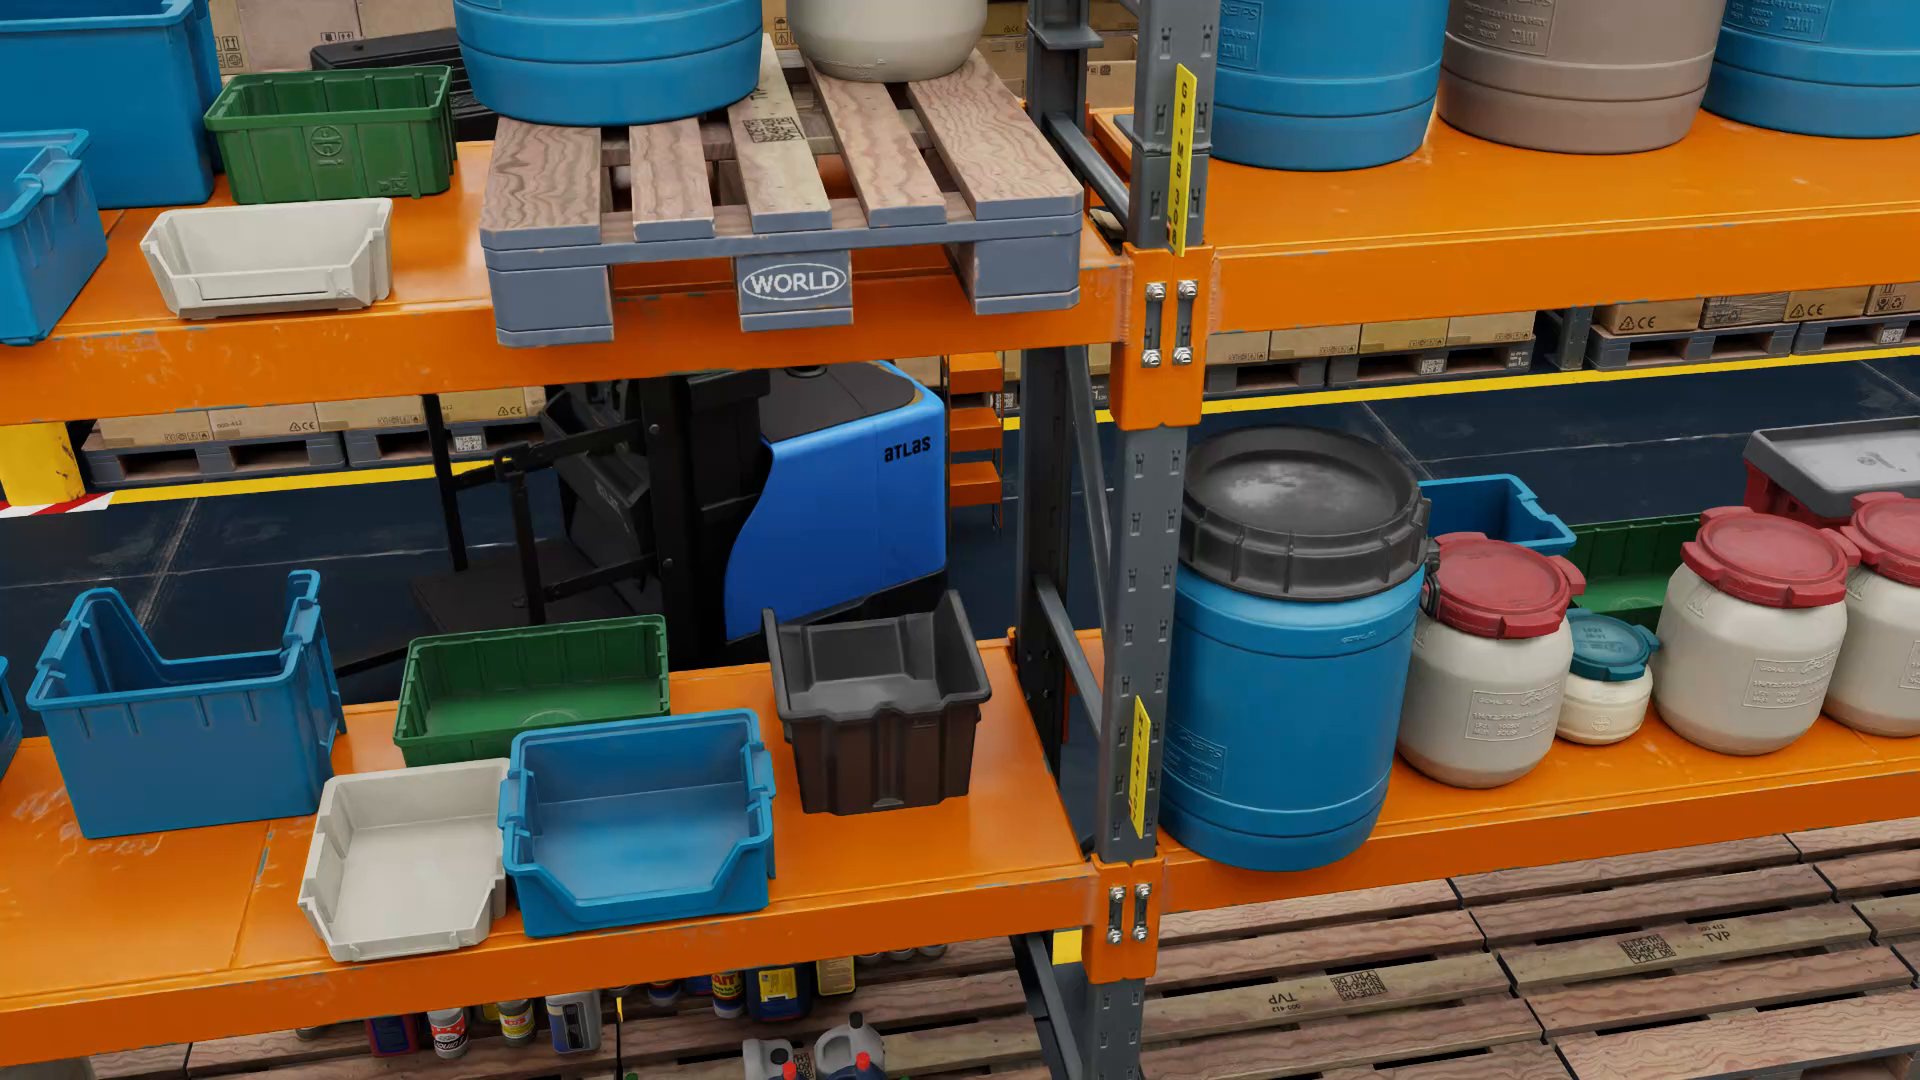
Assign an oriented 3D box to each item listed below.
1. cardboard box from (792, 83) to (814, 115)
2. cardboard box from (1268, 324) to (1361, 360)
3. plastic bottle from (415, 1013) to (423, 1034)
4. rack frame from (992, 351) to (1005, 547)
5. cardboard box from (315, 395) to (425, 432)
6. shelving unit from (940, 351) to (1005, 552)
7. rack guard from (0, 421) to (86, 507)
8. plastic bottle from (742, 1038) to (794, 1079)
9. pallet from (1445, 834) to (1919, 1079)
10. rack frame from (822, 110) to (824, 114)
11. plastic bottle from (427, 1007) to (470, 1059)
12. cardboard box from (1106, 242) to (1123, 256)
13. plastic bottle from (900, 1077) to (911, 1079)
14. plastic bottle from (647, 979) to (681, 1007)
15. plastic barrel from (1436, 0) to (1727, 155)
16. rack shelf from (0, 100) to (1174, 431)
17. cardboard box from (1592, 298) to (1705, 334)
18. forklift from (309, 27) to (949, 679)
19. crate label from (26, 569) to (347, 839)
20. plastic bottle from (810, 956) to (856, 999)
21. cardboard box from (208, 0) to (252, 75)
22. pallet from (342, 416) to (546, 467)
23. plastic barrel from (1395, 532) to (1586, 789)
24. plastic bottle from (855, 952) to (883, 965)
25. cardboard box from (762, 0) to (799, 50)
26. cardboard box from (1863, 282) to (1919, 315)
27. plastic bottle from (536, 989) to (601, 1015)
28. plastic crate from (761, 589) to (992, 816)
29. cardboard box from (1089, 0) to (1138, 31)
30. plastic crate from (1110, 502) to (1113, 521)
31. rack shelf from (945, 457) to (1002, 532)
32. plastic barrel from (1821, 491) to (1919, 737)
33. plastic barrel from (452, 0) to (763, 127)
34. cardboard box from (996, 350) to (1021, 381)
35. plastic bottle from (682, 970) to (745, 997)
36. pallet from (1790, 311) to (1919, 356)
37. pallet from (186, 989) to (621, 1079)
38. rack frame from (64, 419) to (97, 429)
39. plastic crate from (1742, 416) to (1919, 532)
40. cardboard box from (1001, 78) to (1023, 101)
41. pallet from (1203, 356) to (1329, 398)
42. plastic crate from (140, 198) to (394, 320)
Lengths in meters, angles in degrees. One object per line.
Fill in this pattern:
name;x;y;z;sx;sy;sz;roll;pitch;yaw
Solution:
cardboard box;-1.018;-2.123;8.303;0.500;0.500;0.700;-6;31;-10
cardboard box;1.877;-1.222;9.167;0.500;0.250;0.500;-5;31;-8
plastic bottle;-1.648;1.300;4.832;0.135;0.276;0.152;-5;31;-9
rack frame;0.173;-0.469;7.511;0.008;1.050;0.200;-5;31;-9
cardboard box;-2.966;-0.785;8.424;0.500;0.250;0.500;-5;31;-9
shelving unit;0.053;-0.457;7.492;0.252;1.050;0.215;-5;31;-9
rack guard;-4.541;-0.679;8.411;0.348;0.500;1.175;-5;31;-9
plastic bottle;-0.516;1.479;4.528;0.135;0.276;0.152;-5;31;-9
pallet;2.274;1.344;5.256;1.213;0.211;1.003;-5;31;-9
rack frame;-0.582;-2.124;8.402;0.127;3.000;1.000;-5;31;-9
plastic bottle;-1.471;1.380;4.770;0.097;0.201;0.097;0;30;0
cardboard box;0.871;-1.366;8.858;0.500;0.311;0.500;-6;31;-11
plastic bottle;-0.108;1.536;4.424;0.133;0.283;0.061;-4;31;-6
plastic bottle;-0.886;1.249;4.924;0.097;0.271;0.097;0;30;0
plastic barrel;1.411;-1.377;3.679;0.600;0.901;0.600;0;30;0
rack shelf;-1.661;-0.454;3.313;4.000;0.370;1.077;-5;31;-9
cardboard box;3.851;-1.500;9.374;0.500;0.500;0.500;-4;31;-7
forklift;-1.562;-0.695;6.040;3.031;2.935;1.130;-18;35;-28
crate label;-1.867;0.393;4.087;0.616;0.435;0.502;-5;31;-9
plastic bottle;-0.380;1.234;4.937;0.133;0.283;0.061;-5;31;-9
cardboard box;-3.487;-2.453;7.583;0.500;0.500;0.700;-6;31;-10
pallet;-2.575;-0.757;8.829;1.213;0.211;1.003;-5;31;-9
plastic barrel;1.287;0.310;4.130;0.433;0.535;0.433;0;30;0
plastic bottle;-0.286;1.192;5.090;0.097;0.201;0.097;0;30;0
cardboard box;-1.018;-2.682;7.974;0.500;0.500;0.700;-5;31;-9
cardboard box;5.372;-1.644;9.619;0.500;0.500;0.500;-6;31;-11
plastic bottle;-1.167;1.221;4.893;0.185;0.351;0.144;-6;31;-9
plastic crate;-0.232;0.357;4.244;0.504;0.338;0.767;-5;31;-9
cardboard box;1.185;-4.281;13.364;0.500;0.250;0.500;-5;31;-8
plastic crate;0.727;0.122;4.520;0.583;0.464;0.402;-5;31;-9
rack shelf;0.053;-0.209;7.638;0.240;0.259;0.215;-5;31;-9
plastic barrel;2.434;0.203;4.311;0.433;0.535;0.433;0;30;0
plastic barrel;-0.692;-1.306;3.144;0.708;0.901;0.600;-5;31;-9
cardboard box;0.362;-1.079;8.924;0.500;0.250;0.500;-5;31;-8
plastic bottle;-0.748;1.183;4.959;0.185;0.351;0.144;-7;31;-11
pallet;5.291;-1.446;10.001;1.213;0.211;1.003;-5;31;-9
pallet;-1.565;1.702;4.647;1.213;0.211;1.003;-5;31;-9
rack frame;-4.517;-1.759;7.781;0.127;3.000;1.000;-5;31;-9
plastic crate;2.596;-0.052;4.815;0.583;0.464;0.402;-5;31;-9
cardboard box;0.249;-2.238;8.729;0.258;0.266;0.396;-6;31;-10
pallet;1.338;-1.122;9.449;1.213;0.211;1.003;-5;31;-9
plastic crate;-1.200;-0.485;2.916;0.396;0.136;0.243;-5;31;-9
